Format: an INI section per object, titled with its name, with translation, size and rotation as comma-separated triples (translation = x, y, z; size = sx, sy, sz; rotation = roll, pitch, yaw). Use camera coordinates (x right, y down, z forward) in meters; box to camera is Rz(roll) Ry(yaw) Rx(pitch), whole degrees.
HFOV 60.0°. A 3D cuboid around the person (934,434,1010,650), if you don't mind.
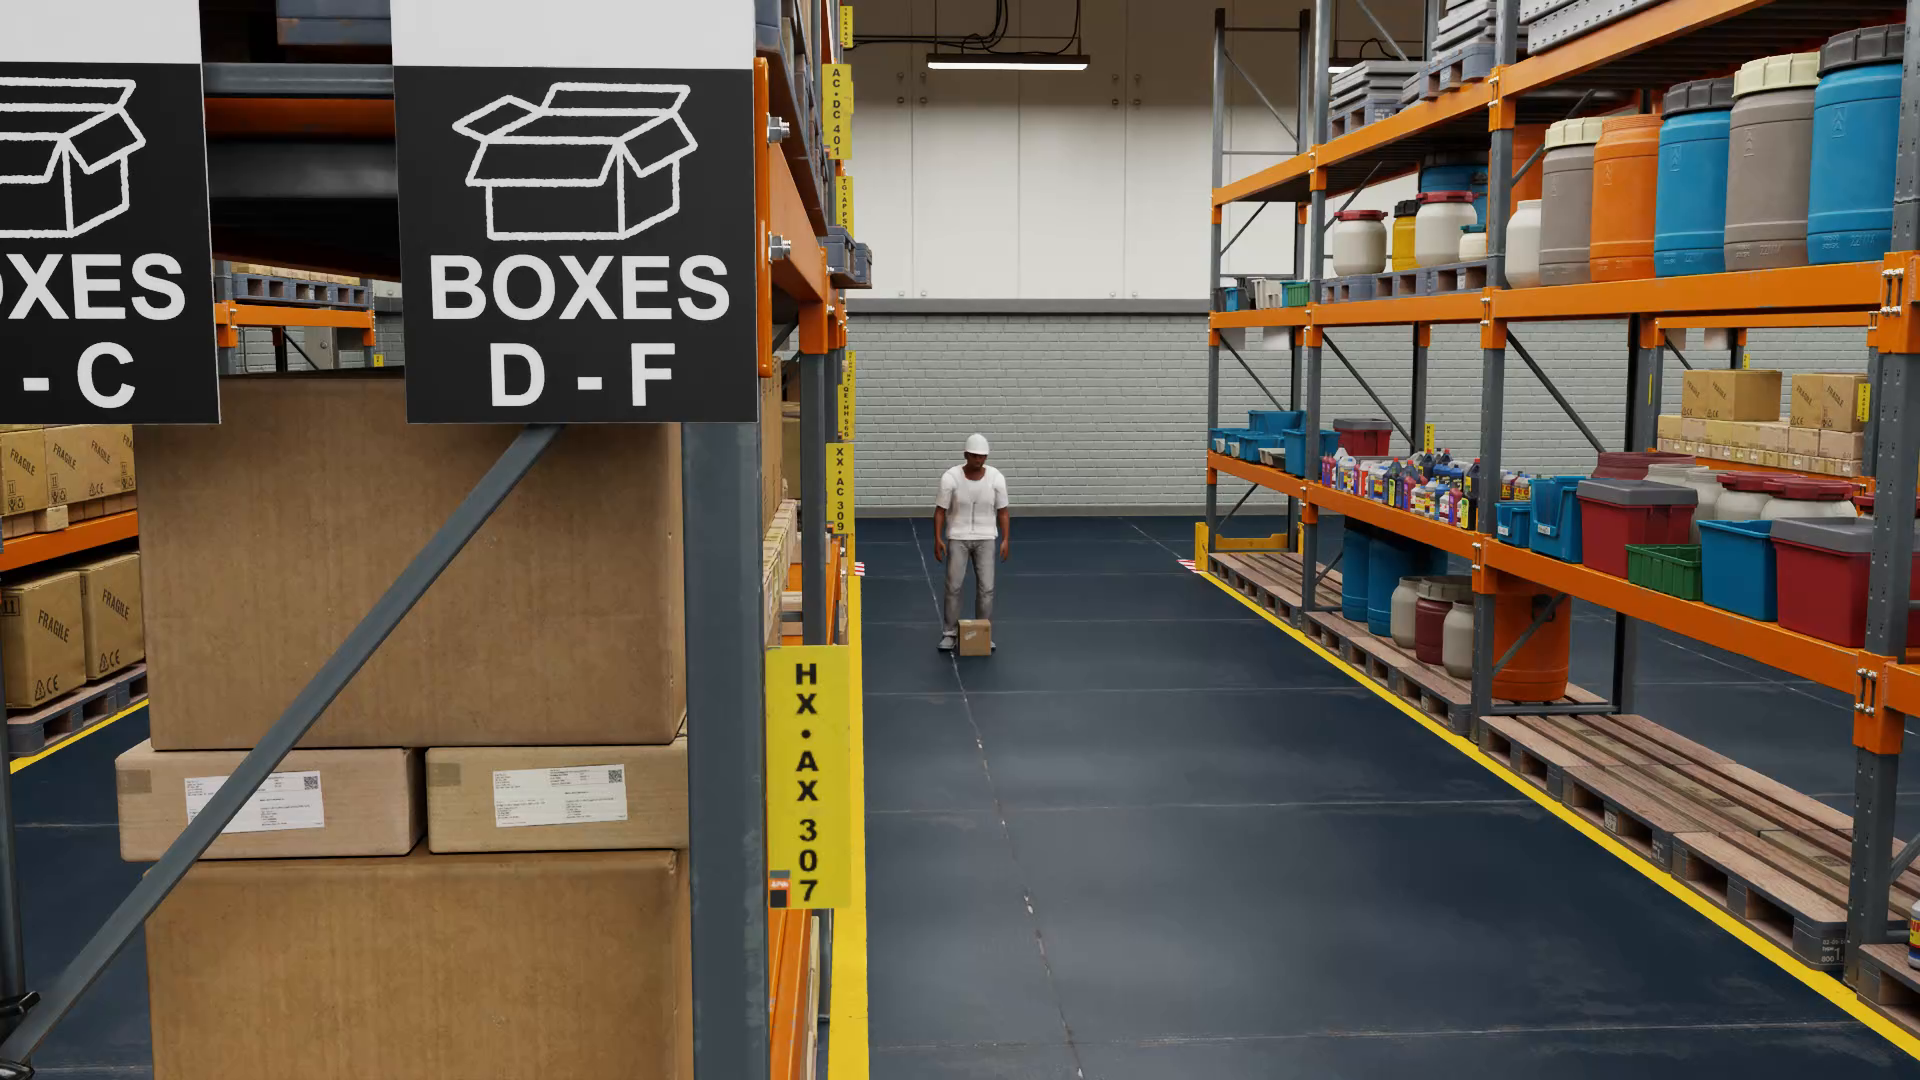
[person]
translation = 0.099, 0.012, 13.567
size = 0.629, 1.759, 0.460
rotation = -1, 7, -6
